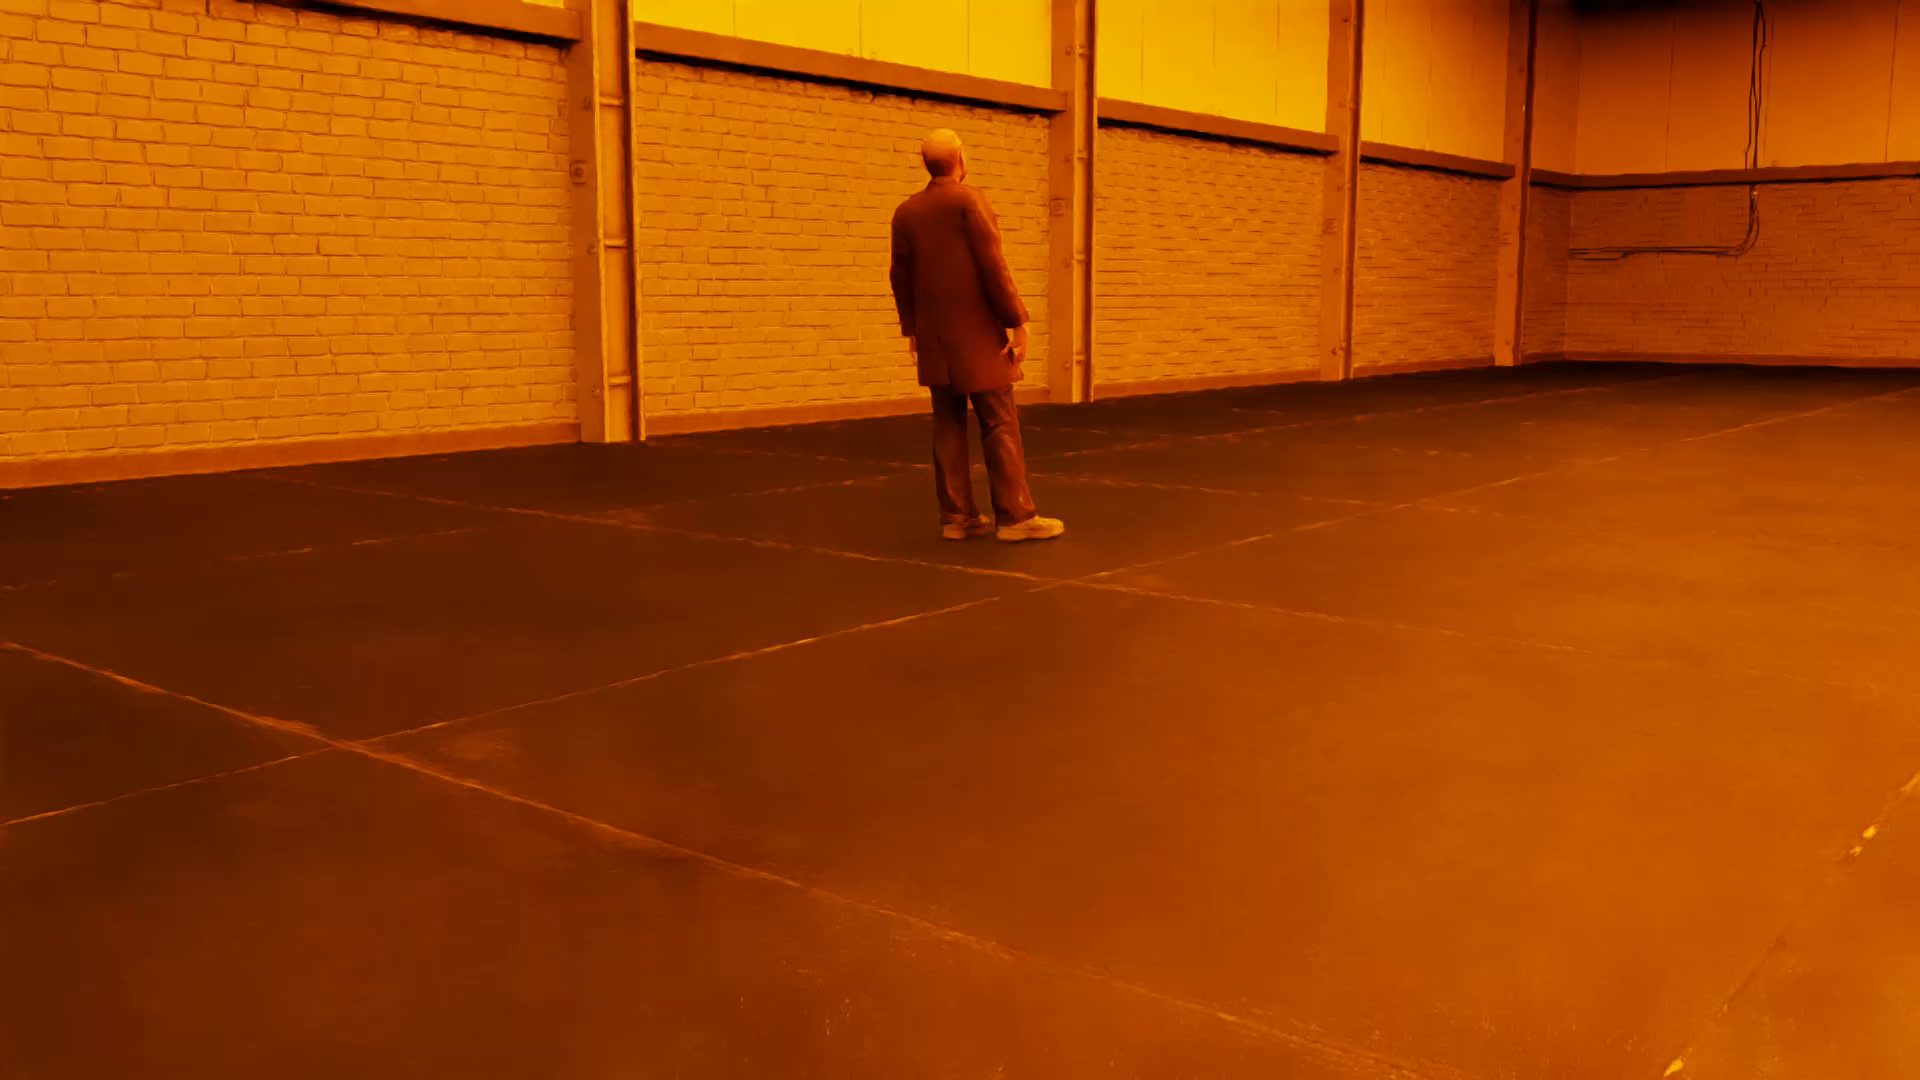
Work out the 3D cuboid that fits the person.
[{"bbox_3d":[0.061,-0.897,7.343,0.694,1.776,0.580,7,11,38],"label":"person"}]
